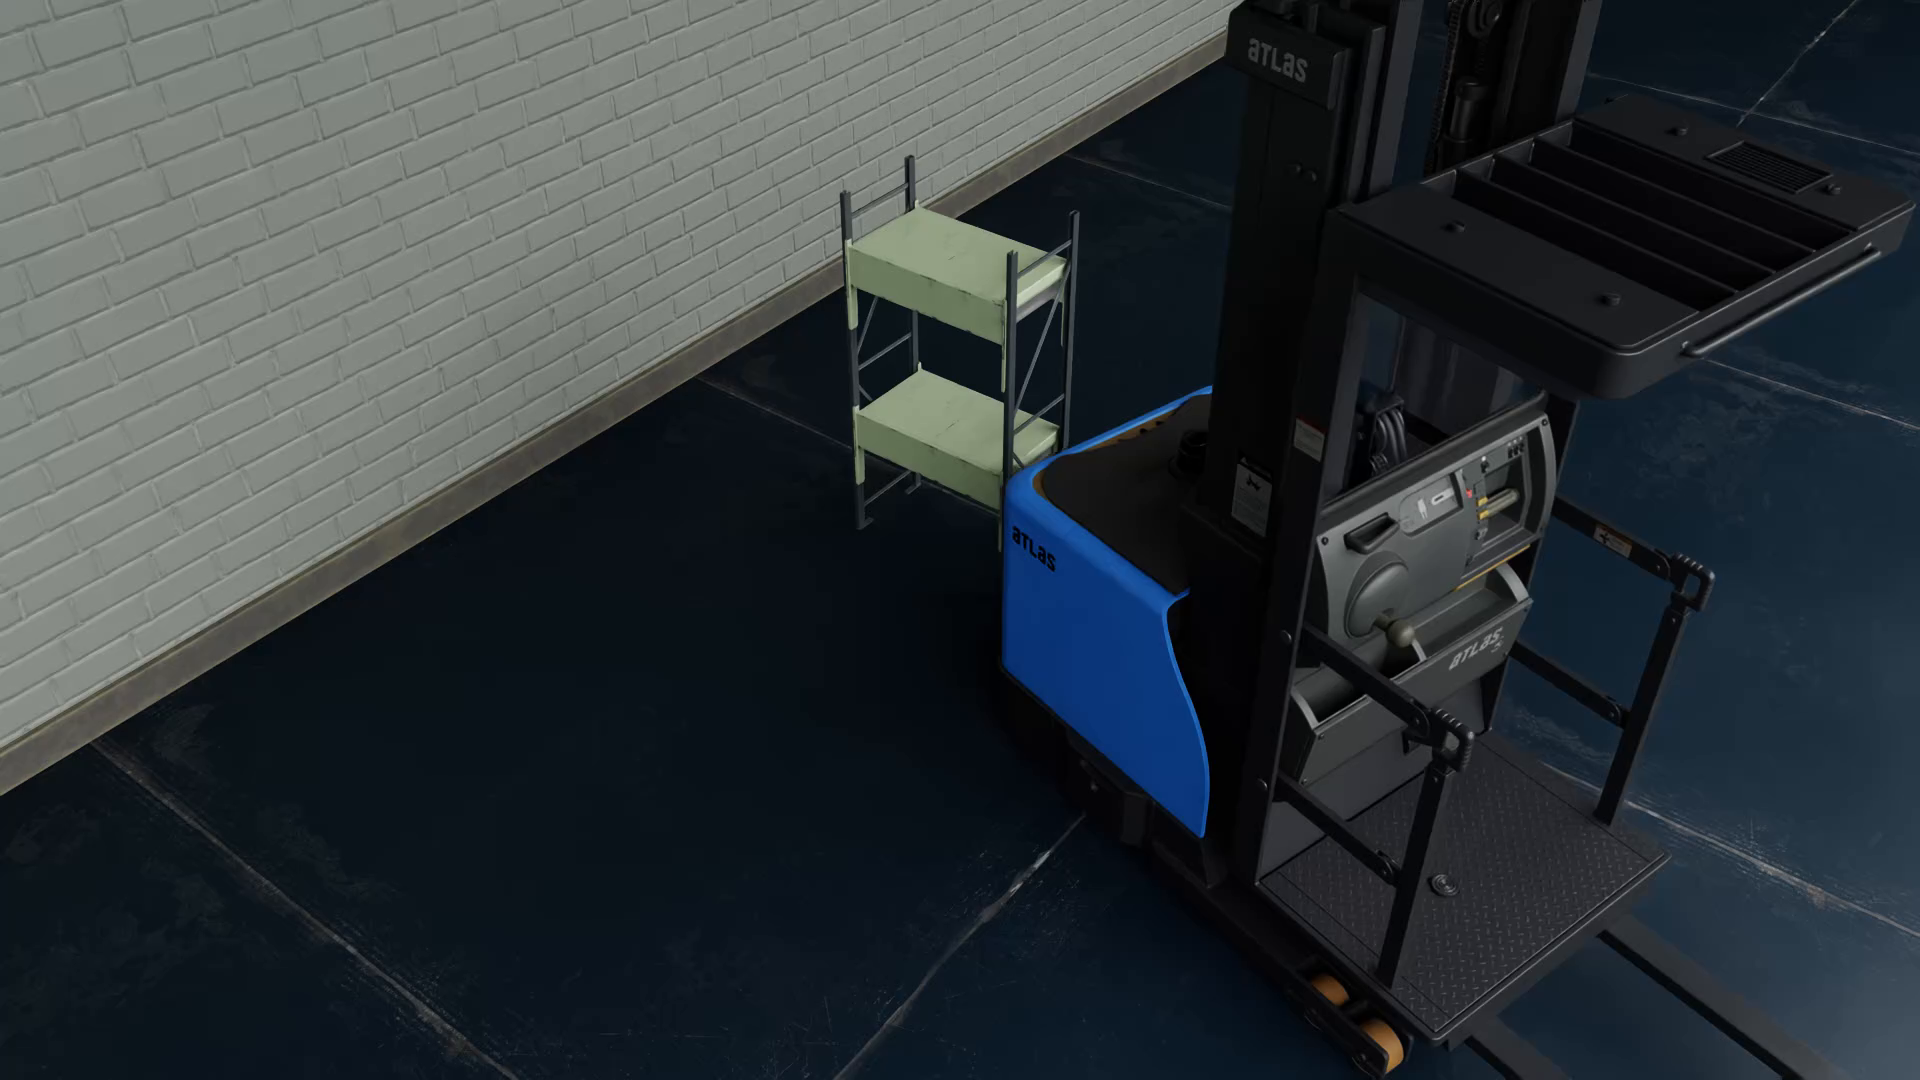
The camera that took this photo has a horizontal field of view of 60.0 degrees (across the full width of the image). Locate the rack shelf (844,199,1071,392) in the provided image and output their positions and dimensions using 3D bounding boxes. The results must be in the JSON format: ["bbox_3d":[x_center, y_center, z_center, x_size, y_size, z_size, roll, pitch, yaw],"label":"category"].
[{"bbox_3d":[-0.005,-0.900,6.050,0.720,0.370,0.431,25,45,29],"label":"rack shelf"}]

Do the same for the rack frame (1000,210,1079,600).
[{"bbox_3d":[0.285,-0.456,6.116,0.023,1.500,0.400,25,45,29],"label":"rack frame"}]

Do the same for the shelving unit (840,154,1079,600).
[{"bbox_3d":[-0.005,-0.593,6.291,0.755,1.500,0.431,25,45,29],"label":"shelving unit"}]

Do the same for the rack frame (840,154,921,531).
[{"bbox_3d":[-0.296,-0.730,6.466,0.023,1.500,0.400,25,45,29],"label":"rack frame"}]

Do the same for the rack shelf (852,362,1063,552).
[{"bbox_3d":[-0.005,-0.336,6.492,0.720,0.370,0.431,25,45,29],"label":"rack shelf"}]

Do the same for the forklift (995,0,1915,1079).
[{"bbox_3d":[1.416,0.036,4.326,1.130,2.935,3.031,-25,45,-28],"label":"forklift"}]
